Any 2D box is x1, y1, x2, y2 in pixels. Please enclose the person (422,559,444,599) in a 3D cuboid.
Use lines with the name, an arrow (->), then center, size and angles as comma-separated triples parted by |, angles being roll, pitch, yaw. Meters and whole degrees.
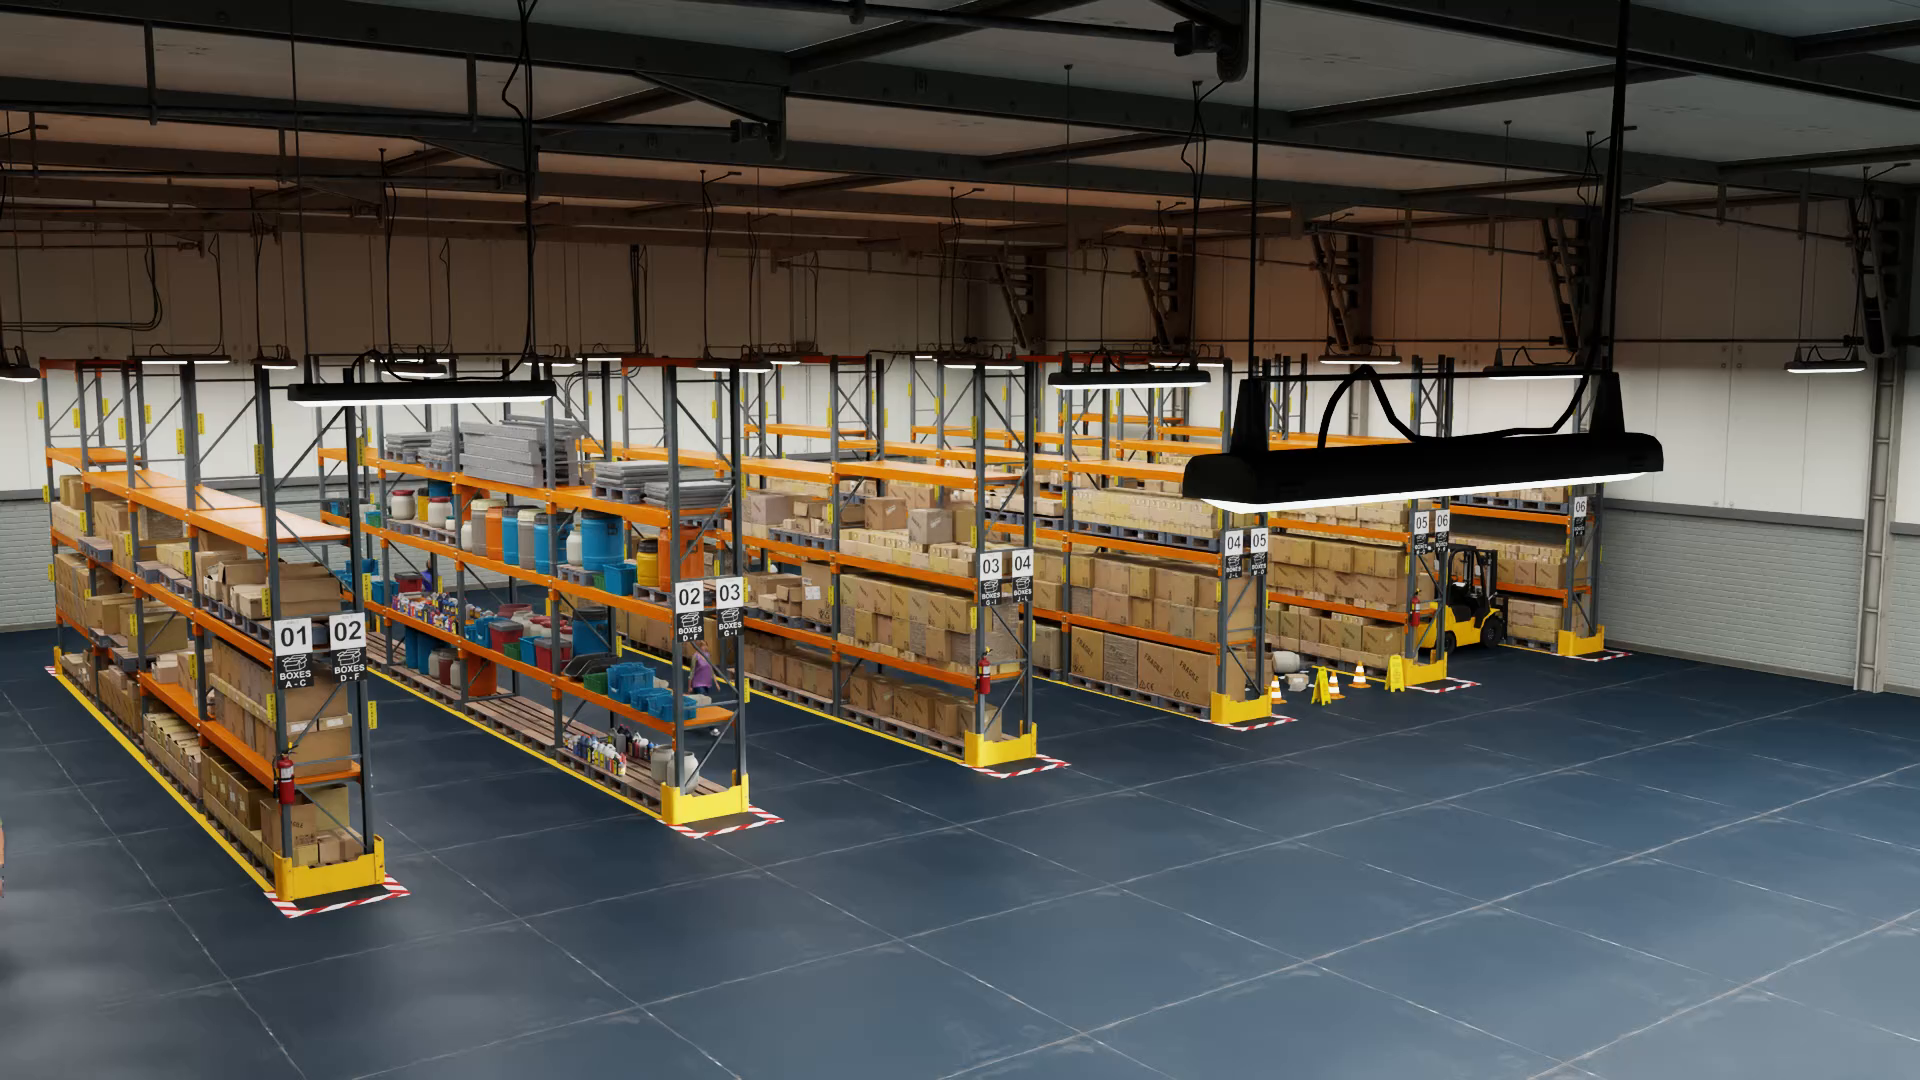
person -> -11.411, 1.208, 35.930 | 1.058, 1.588, 0.488 | 7, 9, 44

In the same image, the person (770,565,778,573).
person -> -3.779, 1.399, 33.747 | 0.605, 1.783, 0.544 | -1, 7, -6

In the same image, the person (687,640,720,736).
person -> -4.154, 2.336, 26.841 | 1.006, 1.530, 0.441 | 5, 8, 34

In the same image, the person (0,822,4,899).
person -> -10.444, 3.411, 17.639 | 0.640, 1.653, 0.535 | 6, 9, 42
